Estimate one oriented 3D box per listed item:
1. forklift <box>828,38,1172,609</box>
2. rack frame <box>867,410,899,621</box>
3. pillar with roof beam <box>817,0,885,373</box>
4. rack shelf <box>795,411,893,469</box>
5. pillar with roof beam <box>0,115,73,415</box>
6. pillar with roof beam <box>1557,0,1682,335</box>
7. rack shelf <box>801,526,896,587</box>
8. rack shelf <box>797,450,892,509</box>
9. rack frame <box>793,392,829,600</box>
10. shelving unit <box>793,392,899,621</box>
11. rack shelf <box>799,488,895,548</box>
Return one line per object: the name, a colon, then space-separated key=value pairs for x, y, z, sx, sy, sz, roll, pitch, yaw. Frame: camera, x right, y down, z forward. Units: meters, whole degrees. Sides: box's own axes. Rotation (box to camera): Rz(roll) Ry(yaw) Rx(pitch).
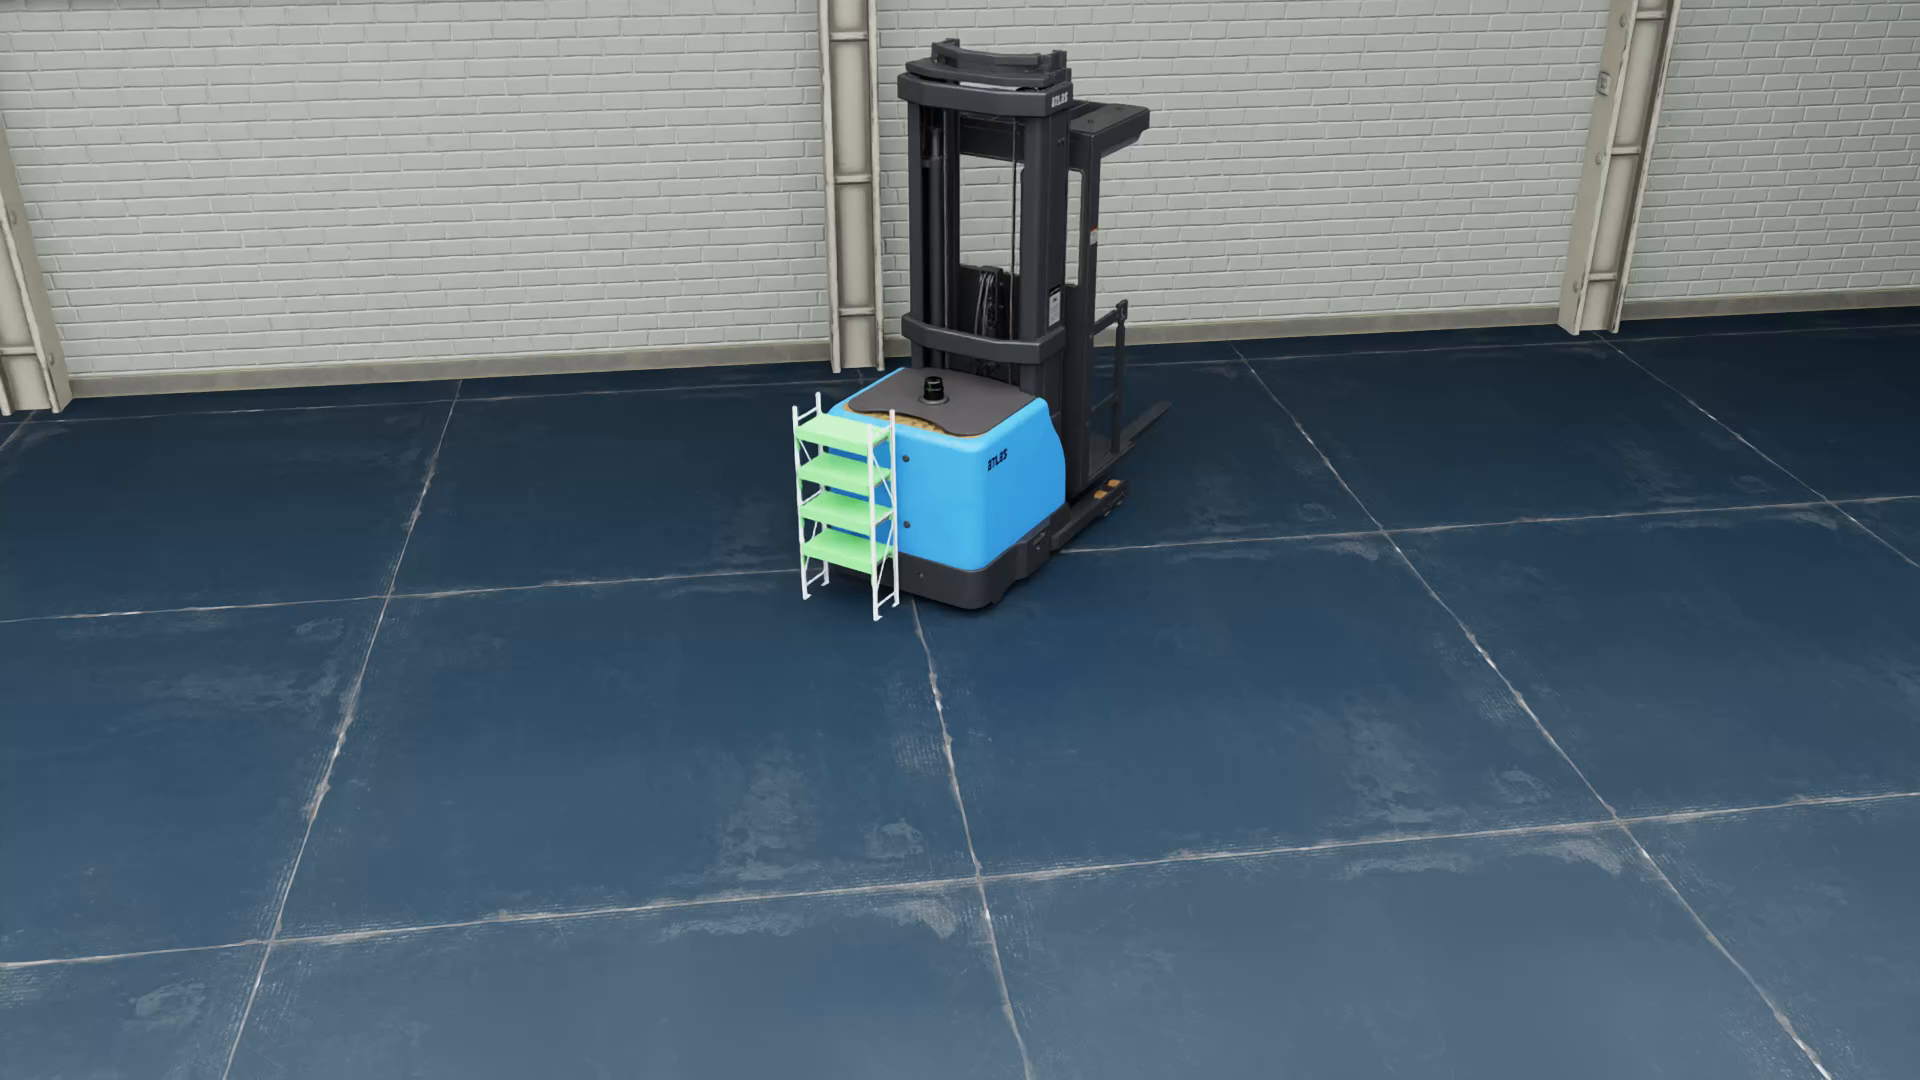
forklift: x=0.424 y=-1.550 z=10.060 sx=1.130 sy=2.935 sz=3.031 roll=15 pitch=31 yaw=27
rack frame: x=-0.420 y=-0.123 z=9.174 sx=0.015 sy=1.200 sz=0.240 roll=15 pitch=31 yaw=27
pillar with roof beam: x=-0.197 y=-3.420 z=7.059 sx=0.400 sy=9.000 sz=9.100 roll=-4 pitch=27 yaw=-7
rack shelf: x=-0.632 y=-0.549 z=9.092 sx=0.480 sy=0.148 sz=0.258 roll=15 pitch=31 yaw=27
pillar with roof beam: x=-6.138 y=-3.039 z=6.315 sx=0.400 sy=9.000 sz=9.100 roll=-4 pitch=27 yaw=-7
pillar with roof beam: x=5.745 y=-3.802 z=7.802 sx=0.400 sy=9.000 sz=9.100 roll=-4 pitch=27 yaw=-7
rack shelf: x=-0.629 y=0.089 z=9.425 sx=0.480 sy=0.148 sz=0.258 roll=15 pitch=31 yaw=27
rack shelf: x=-0.631 y=-0.336 z=9.203 sx=0.480 sy=0.148 sz=0.258 roll=15 pitch=31 yaw=27
rack frame: x=-0.840 y=-0.237 z=9.395 sx=0.015 sy=1.200 sz=0.240 roll=15 pitch=31 yaw=27
shelving unit: x=-0.630 y=-0.180 z=9.284 sx=0.503 sy=1.200 sz=0.258 roll=15 pitch=31 yaw=27
rack shelf: x=-0.630 y=-0.124 z=9.314 sx=0.480 sy=0.148 sz=0.258 roll=15 pitch=31 yaw=27
